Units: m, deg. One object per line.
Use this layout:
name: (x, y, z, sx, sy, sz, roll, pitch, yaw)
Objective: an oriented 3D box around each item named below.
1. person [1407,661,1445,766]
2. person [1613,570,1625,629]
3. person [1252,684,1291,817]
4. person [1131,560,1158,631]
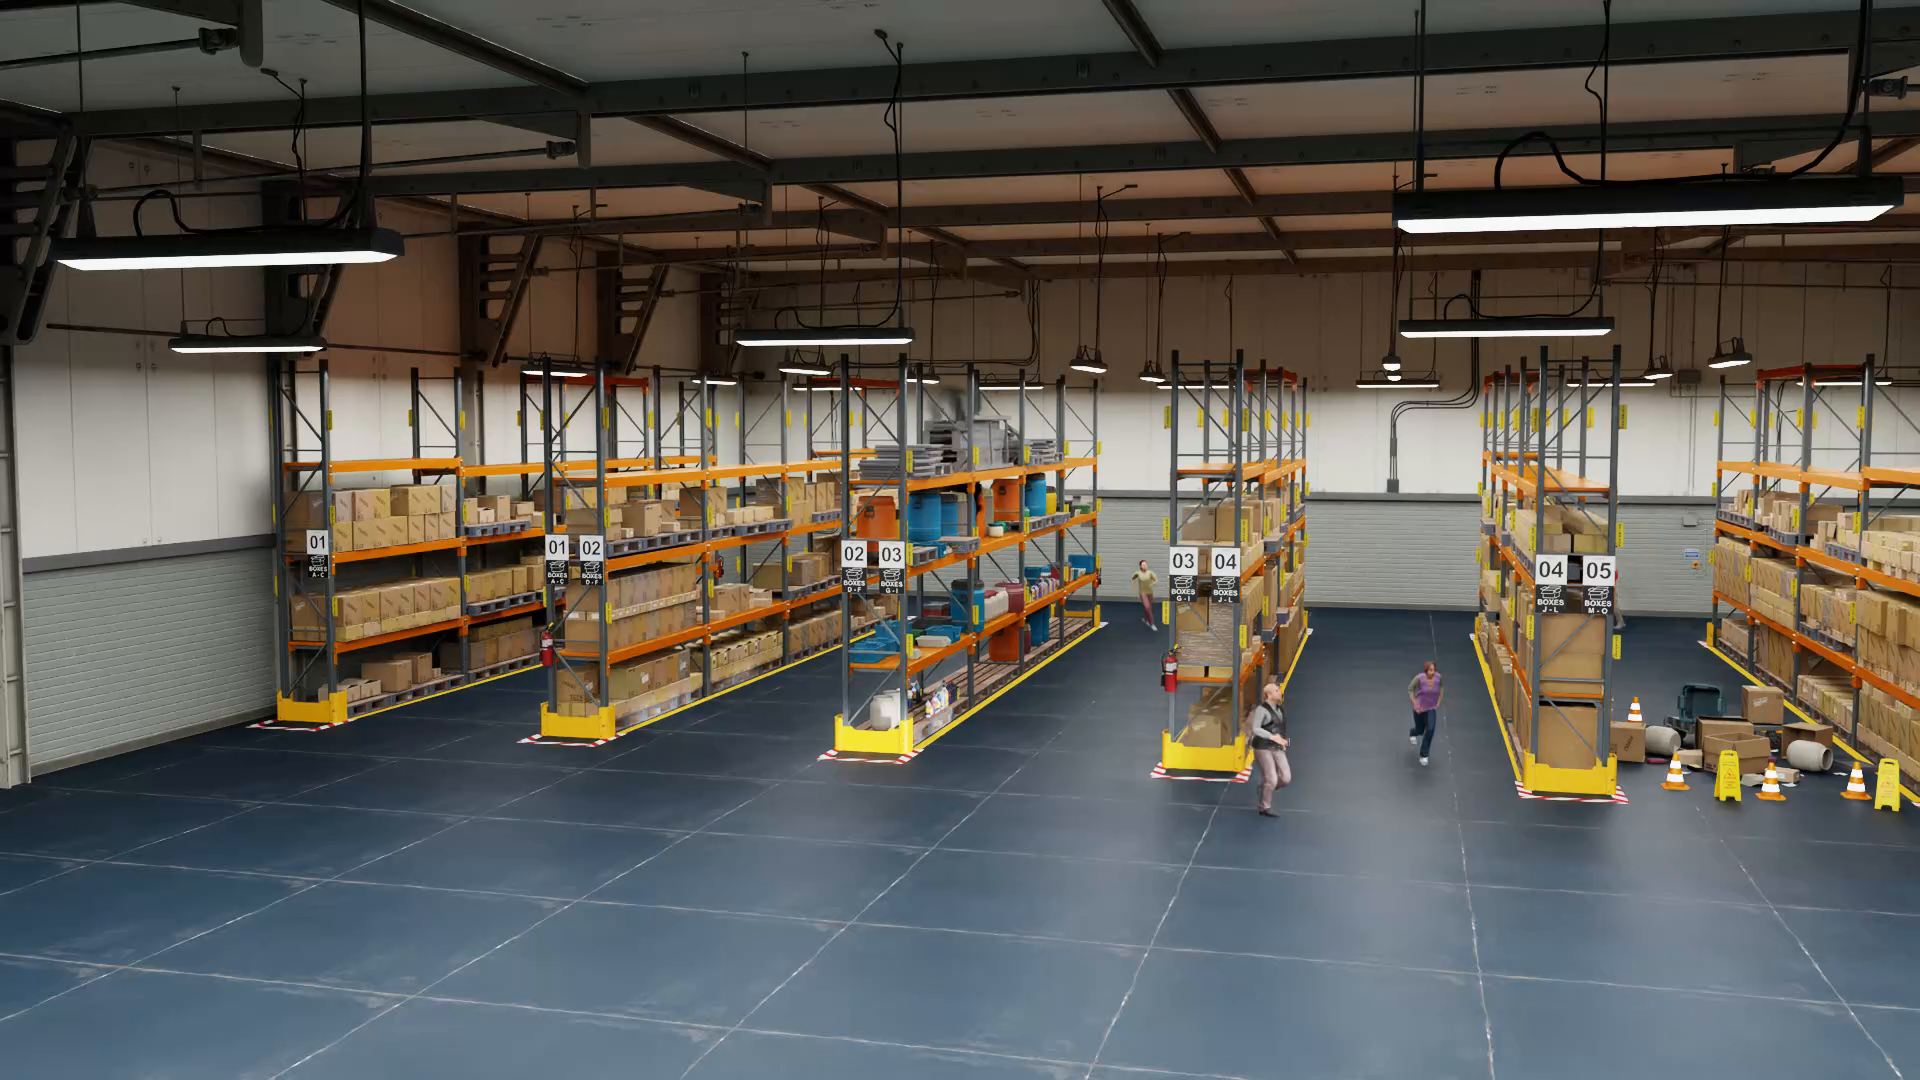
person: (6.811, 2.501, 24.460, 0.549, 1.548, 0.864, 0, 4, -6)
person: (15.394, 1.310, 39.479, 0.801, 1.800, 0.636, -1, 4, -9)
person: (3.930, 2.655, 20.973, 0.648, 1.689, 0.606, -4, 6, -44)
person: (4.432, 1.302, 39.820, 0.608, 1.662, 0.931, -1, 4, -9)
